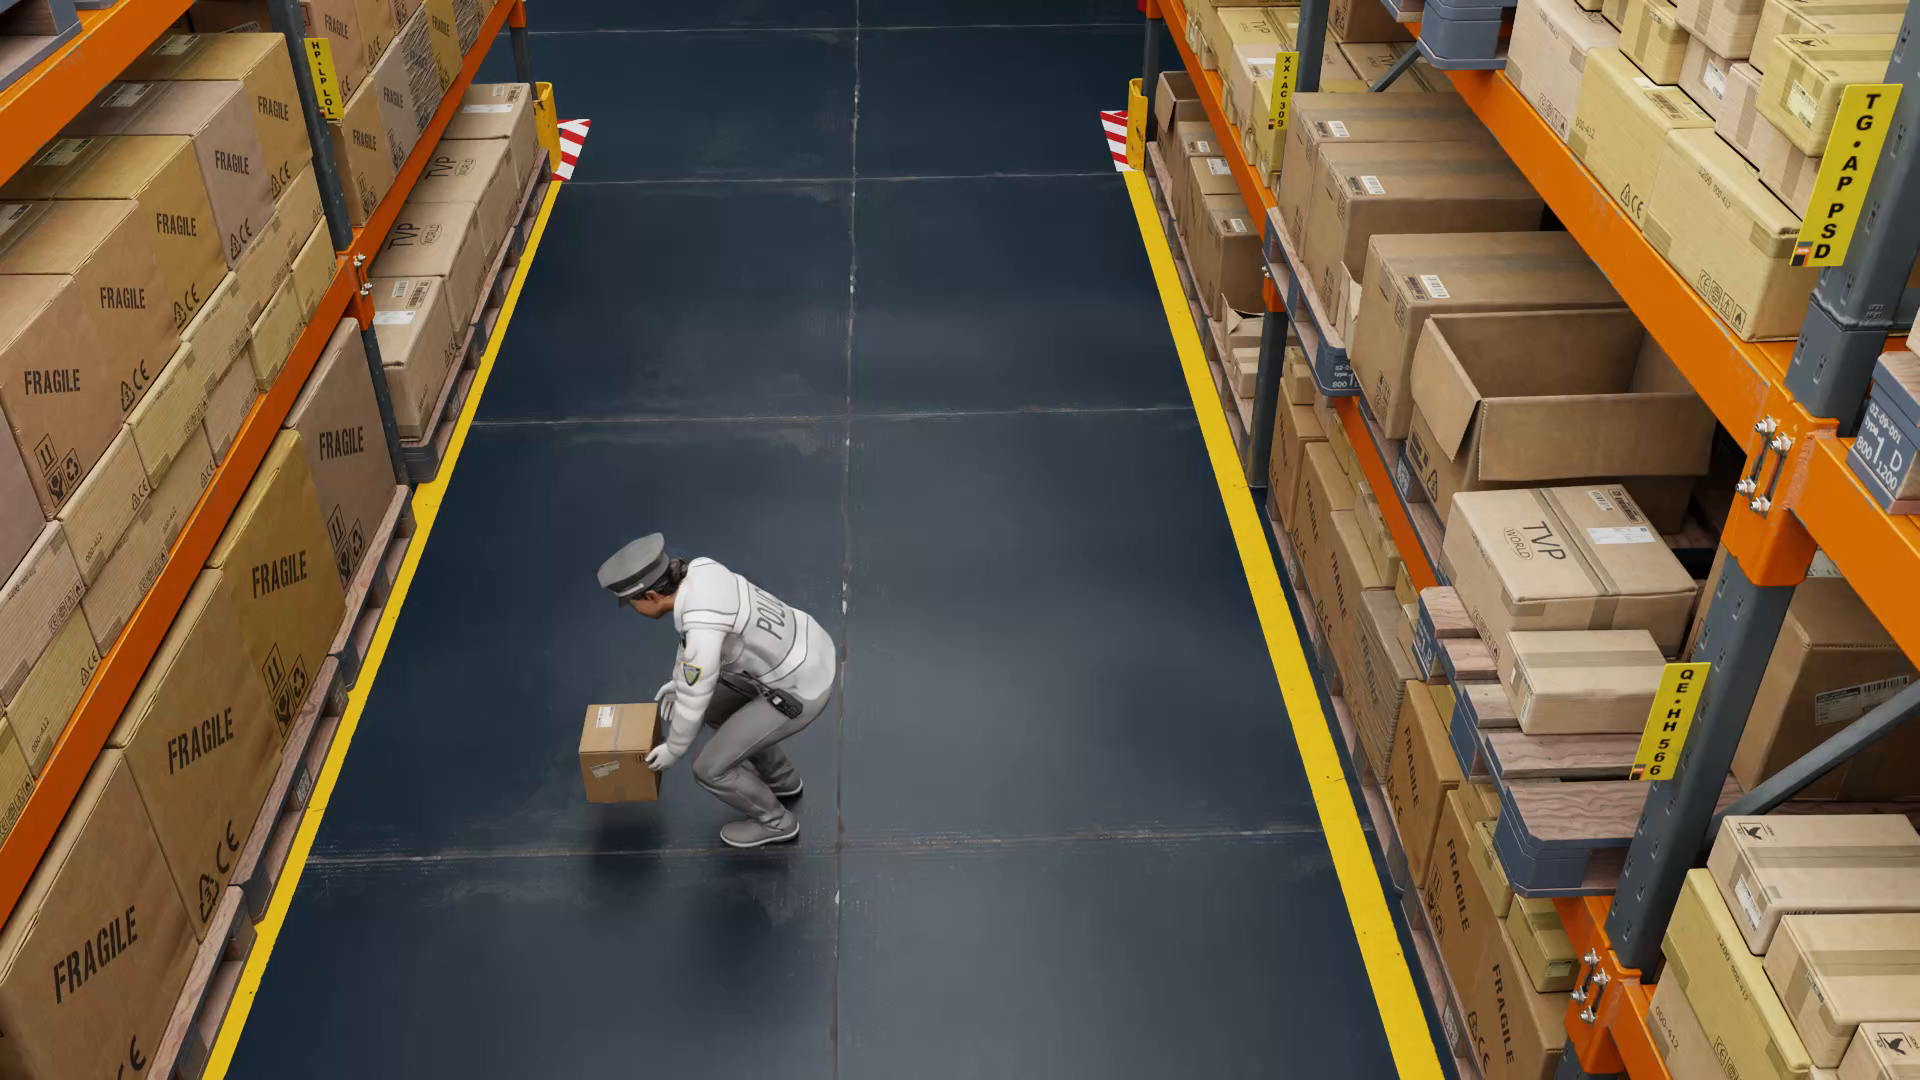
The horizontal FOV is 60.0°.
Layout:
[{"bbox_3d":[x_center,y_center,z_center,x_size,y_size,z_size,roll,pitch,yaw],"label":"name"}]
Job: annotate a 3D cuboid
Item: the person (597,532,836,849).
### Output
[{"bbox_3d":[-0.808,0.522,5.761,0.761,1.267,0.532,-1,35,-2],"label":"person"}]
